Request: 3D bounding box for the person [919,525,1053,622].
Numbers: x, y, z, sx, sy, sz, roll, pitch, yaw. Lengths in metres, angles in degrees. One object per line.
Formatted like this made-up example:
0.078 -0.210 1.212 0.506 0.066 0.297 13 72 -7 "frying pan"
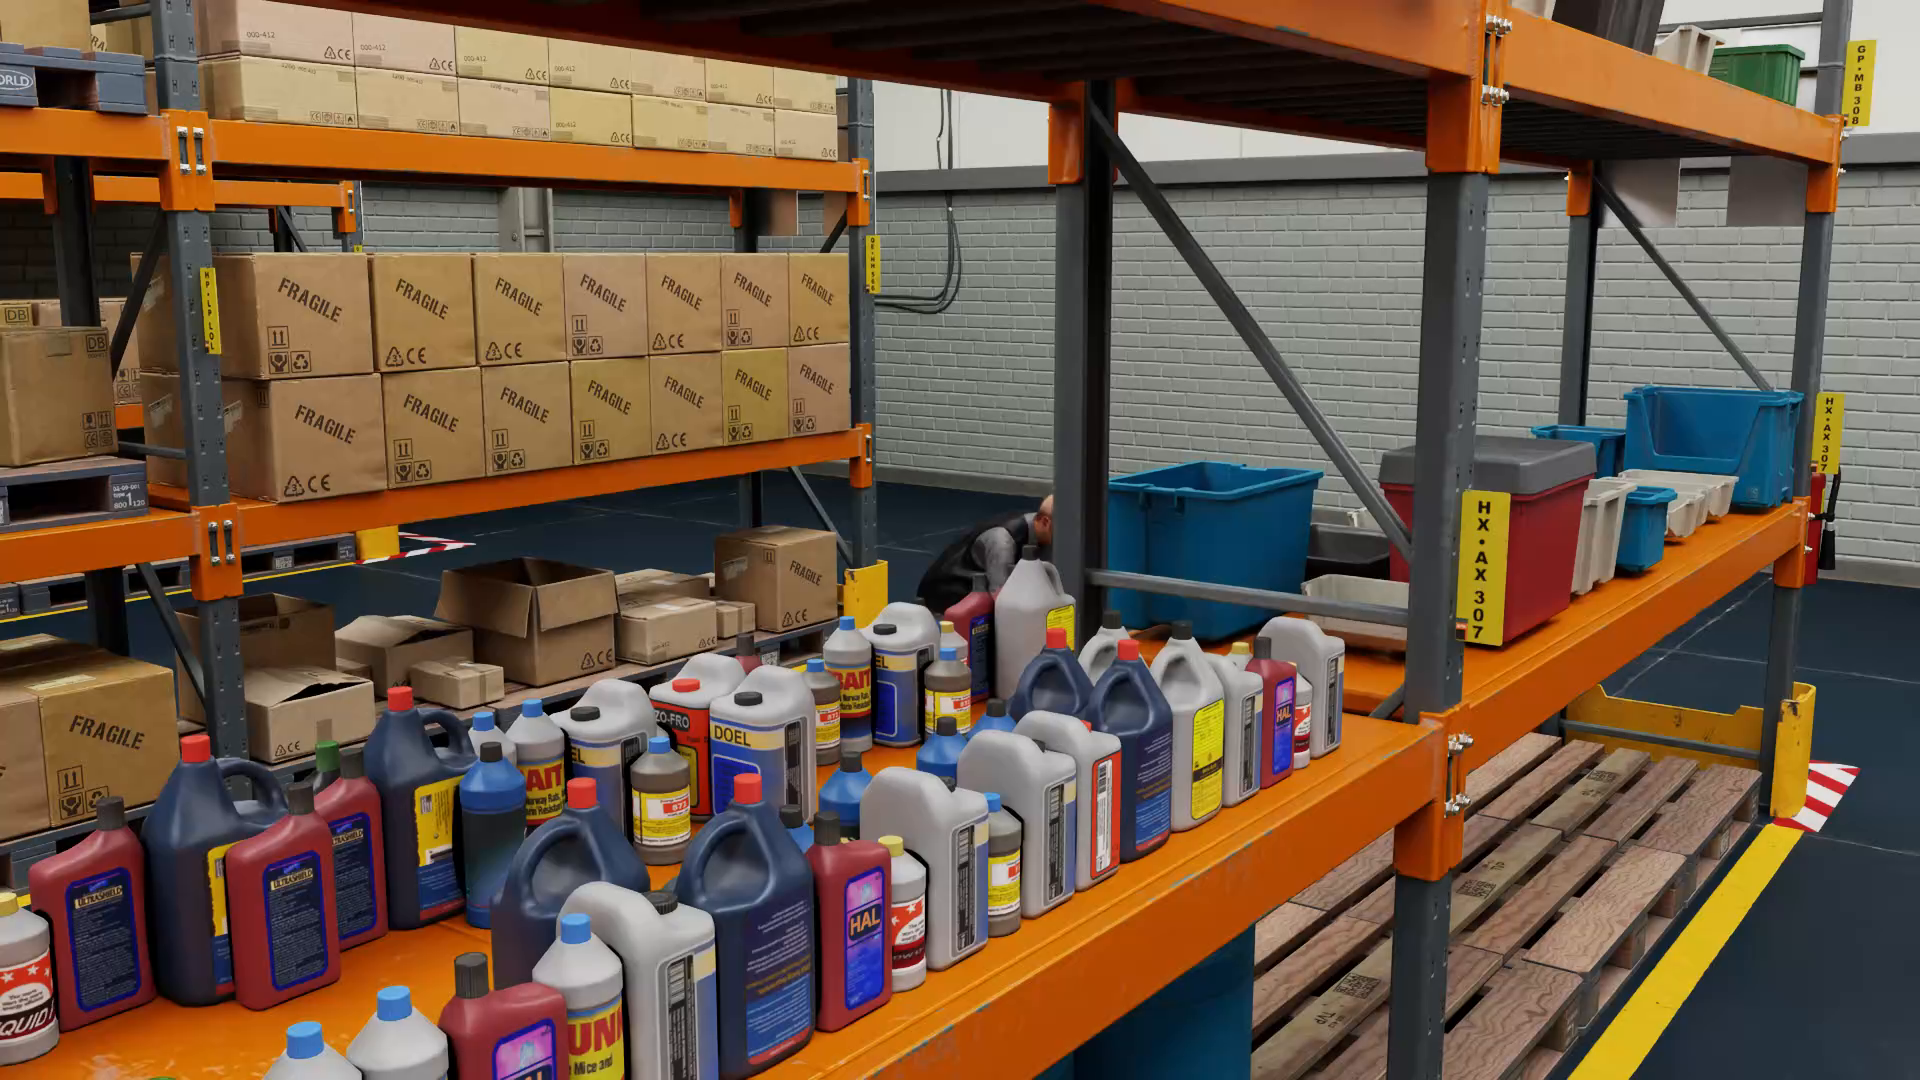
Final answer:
0.223 0.420 7.835 0.830 1.111 0.564 7 12 36 "person"
